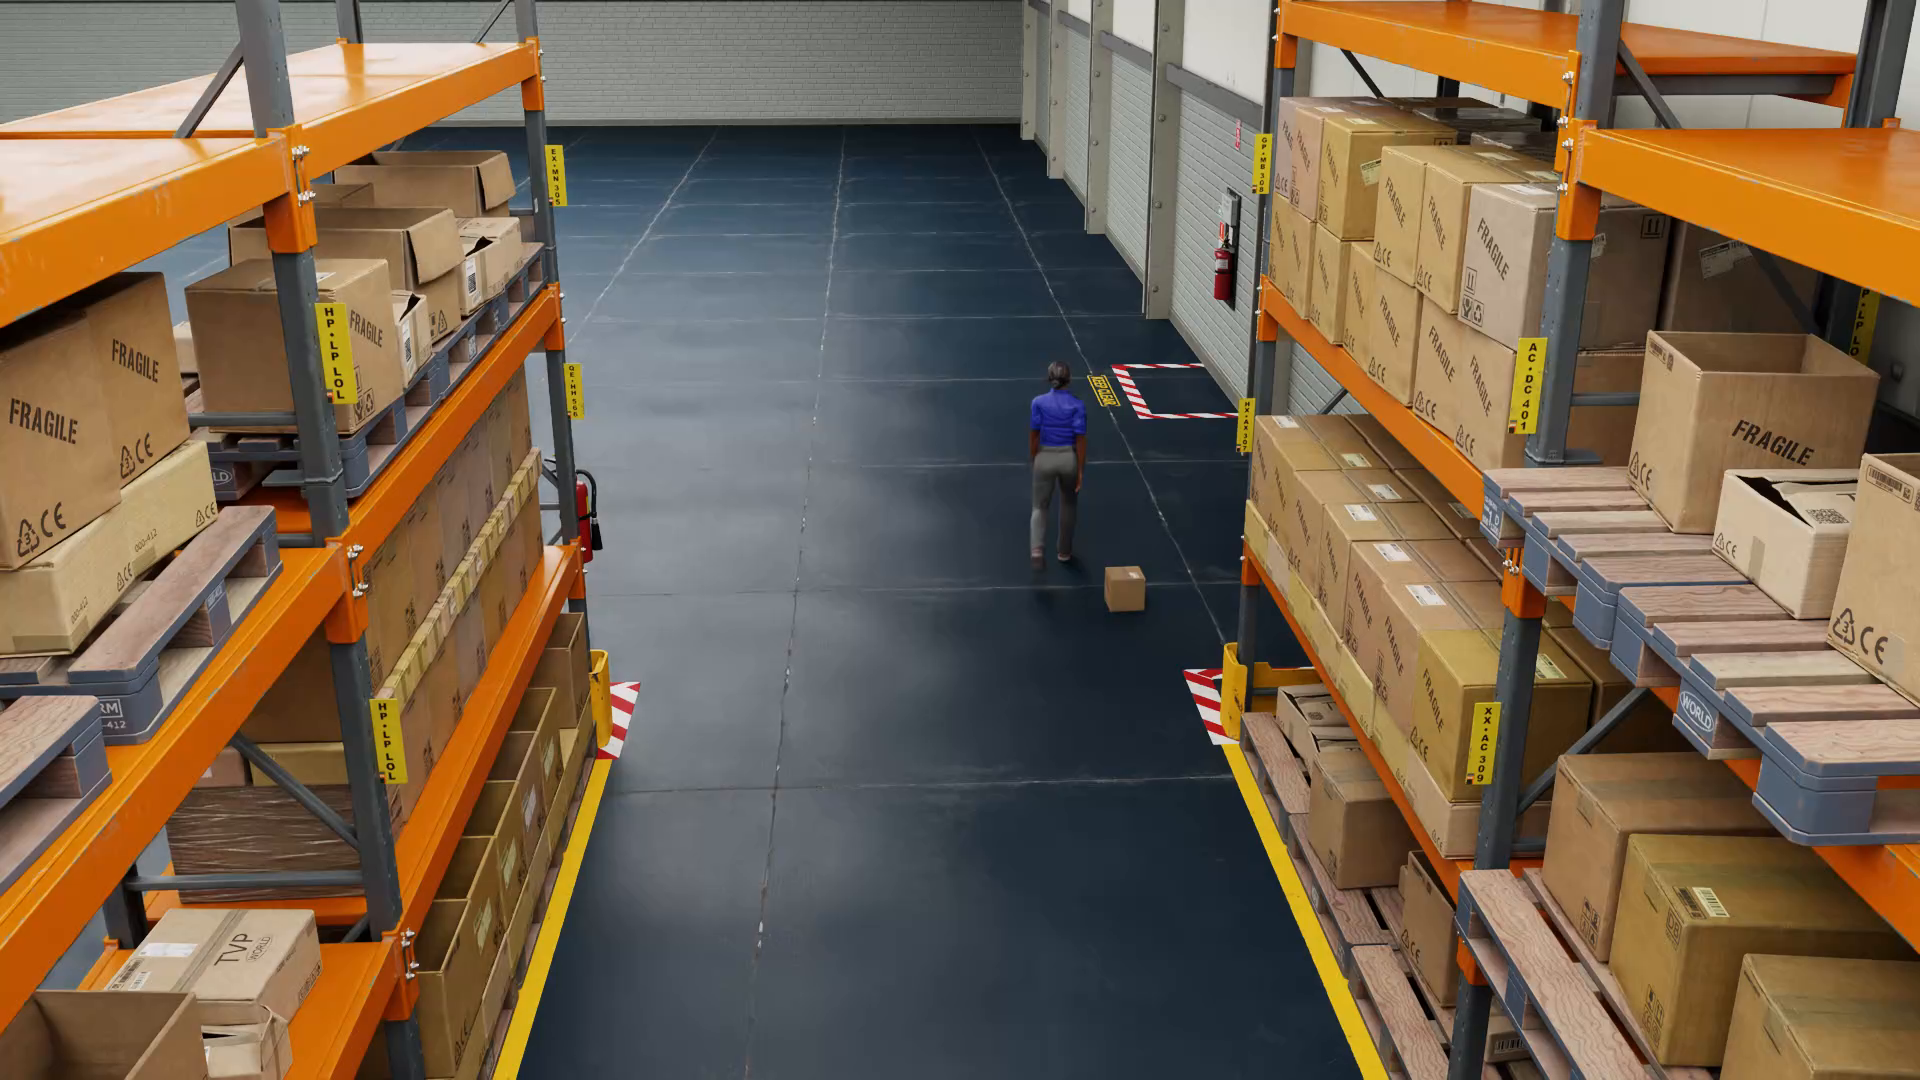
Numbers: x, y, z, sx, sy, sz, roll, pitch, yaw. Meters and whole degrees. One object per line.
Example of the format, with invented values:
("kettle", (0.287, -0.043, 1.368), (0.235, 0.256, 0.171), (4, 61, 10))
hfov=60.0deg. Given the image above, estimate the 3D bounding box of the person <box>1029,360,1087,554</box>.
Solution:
("person", (0.725, -0.557, 12.465), (0.438, 1.566, 0.676), (2, 21, 6))
